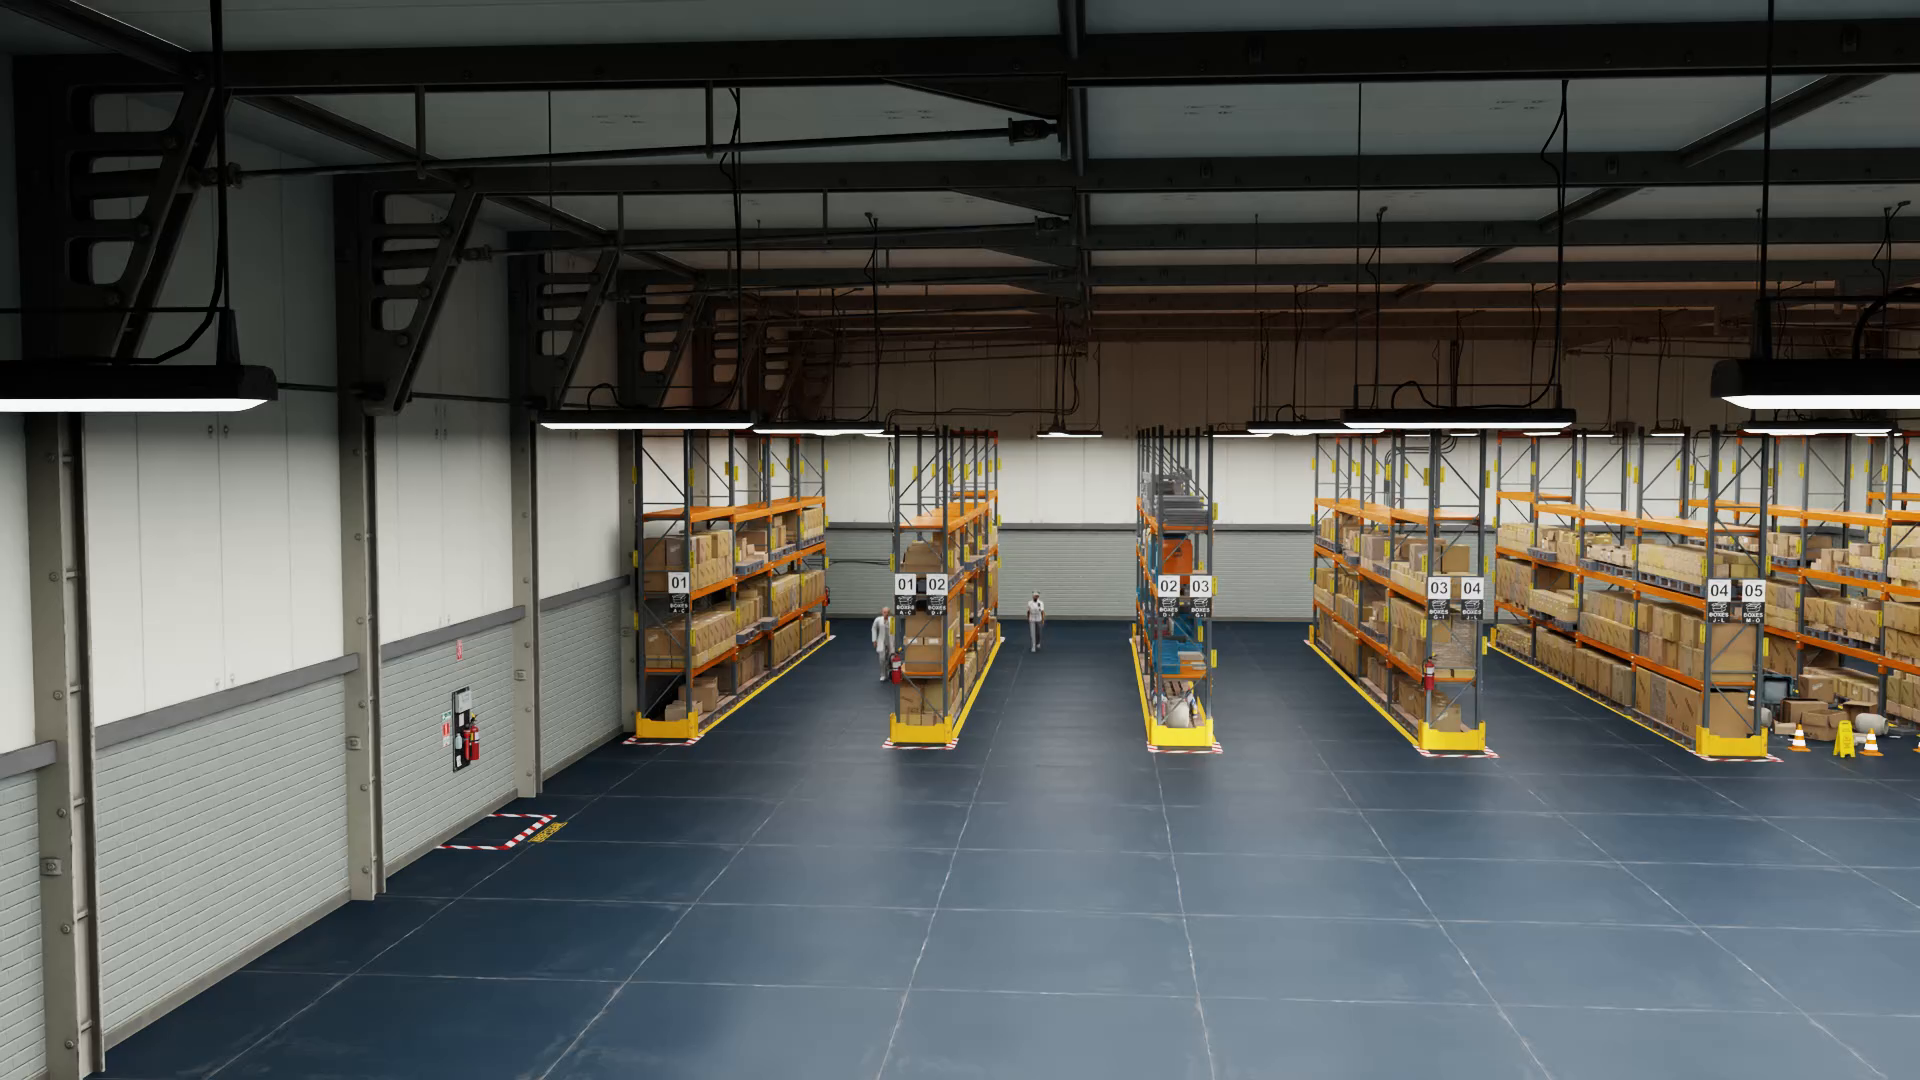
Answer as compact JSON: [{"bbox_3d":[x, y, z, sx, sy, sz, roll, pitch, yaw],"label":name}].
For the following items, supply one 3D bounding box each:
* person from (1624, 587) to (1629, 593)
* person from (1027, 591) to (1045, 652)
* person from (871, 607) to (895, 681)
[{"bbox_3d":[18.286,2.121,45.658,0.938,1.671,0.515,2,4,36],"label":"person"},{"bbox_3d":[2.060,2.181,45.050,0.471,1.631,1.033,0,3,3],"label":"person"},{"bbox_3d":[-1.779,2.457,39.780,0.673,1.754,0.686,0,3,-7],"label":"person"}]
